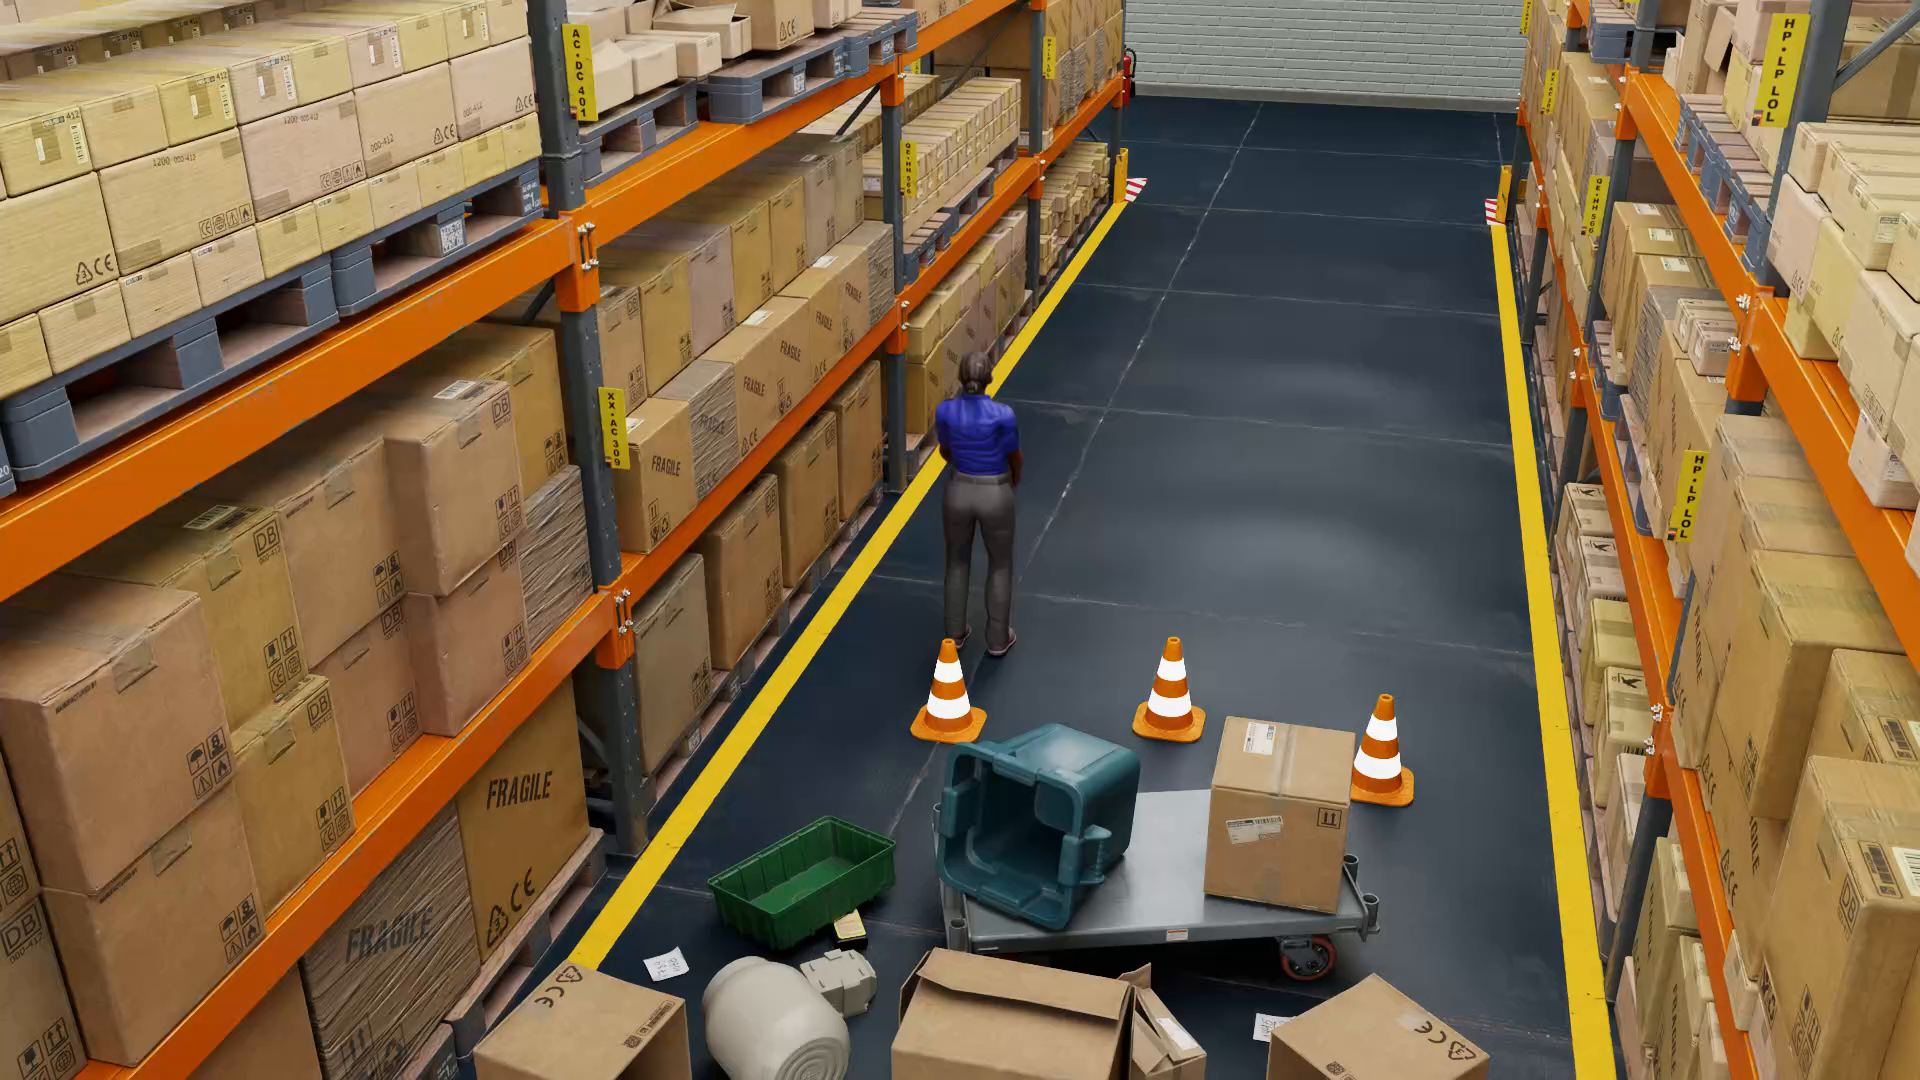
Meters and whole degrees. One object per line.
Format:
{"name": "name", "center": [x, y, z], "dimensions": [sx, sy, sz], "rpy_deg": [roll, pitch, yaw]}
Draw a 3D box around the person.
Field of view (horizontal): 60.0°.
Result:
{"name": "person", "center": [0.113, -0.224, 8.596], "dimensions": [0.441, 1.656, 0.499], "rpy_deg": [6, 26, 13]}
